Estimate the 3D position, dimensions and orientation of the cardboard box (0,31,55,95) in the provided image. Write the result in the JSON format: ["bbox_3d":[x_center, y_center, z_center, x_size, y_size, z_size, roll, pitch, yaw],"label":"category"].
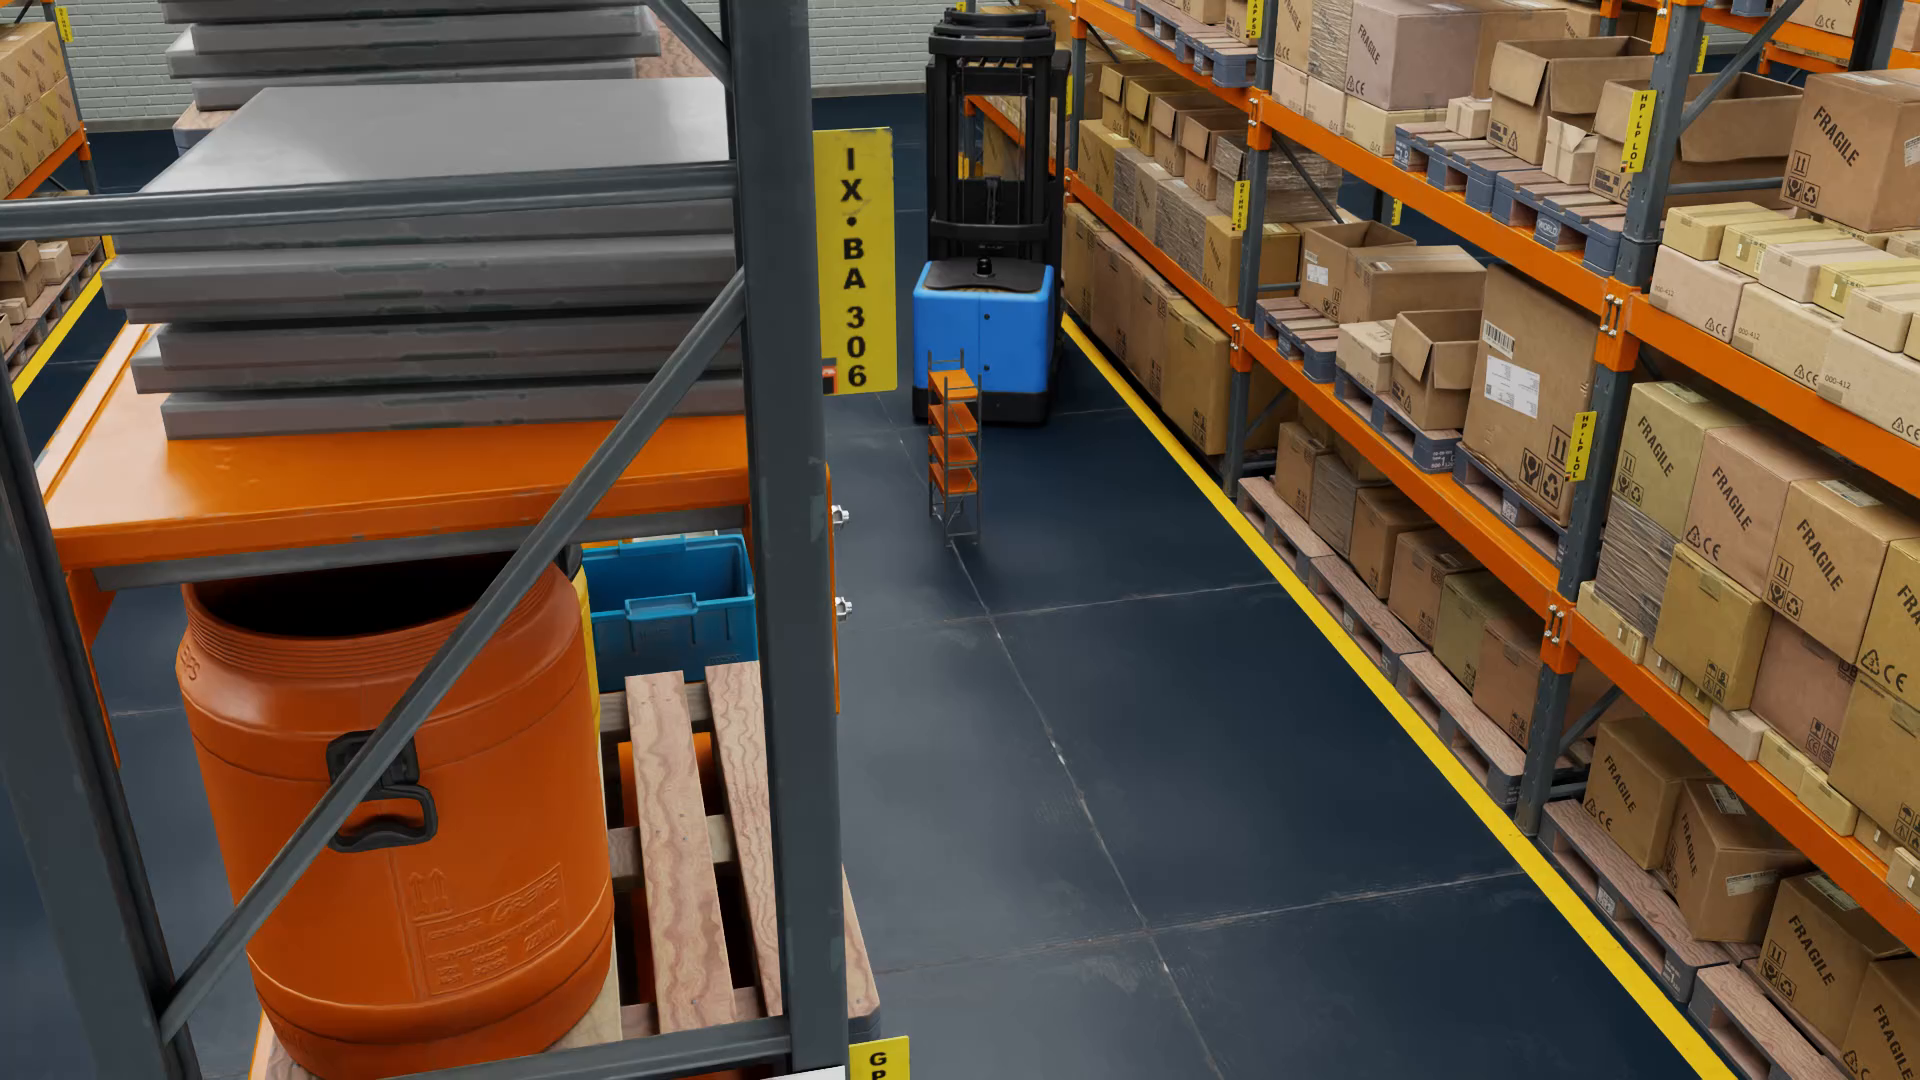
[{"bbox_3d":[-8.614,-4.314,15.095,0.500,0.500,0.500,-5,27,-10],"label":"cardboard box"}]

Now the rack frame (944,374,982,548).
[{"bbox_3d":[0.018,-0.501,10.758,0.240,1.200,0.015,-6,27,-12],"label":"rack frame"}]

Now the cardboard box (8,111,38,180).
[{"bbox_3d":[-8.390,-3.420,14.432,0.500,0.500,0.500,-6,27,-12],"label":"cardboard box"}]

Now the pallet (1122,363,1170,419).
[{"bbox_3d":[1.983,-1.348,13.533,1.003,0.211,1.213,-6,27,-12],"label":"pallet"}]

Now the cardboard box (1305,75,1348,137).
[{"bbox_3d":[2.331,-2.519,9.596,0.500,0.250,0.500,-5,27,-10],"label":"cardboard box"}]

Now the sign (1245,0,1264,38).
[{"bbox_3d":[1.816,-3.257,10.230,0.100,0.325,0.005,-6,27,-12],"label":"sign"}]

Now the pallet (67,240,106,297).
[{"bbox_3d":[-8.899,-2.584,15.982,1.003,0.211,1.213,-6,27,-12],"label":"pallet"}]

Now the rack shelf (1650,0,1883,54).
[{"bbox_3d":[2.809,-3.005,8.306,1.077,0.370,4.000,-6,27,-12],"label":"rack shelf"}]

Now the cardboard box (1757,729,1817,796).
[{"bbox_3d":[3.321,0.835,6.393,0.380,0.149,0.250,-6,27,-12],"label":"cardboard box"}]

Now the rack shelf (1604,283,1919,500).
[{"bbox_3d":[3.710,-0.089,5.413,1.077,0.370,4.000,-6,27,-12],"label":"rack shelf"}]

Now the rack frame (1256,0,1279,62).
[{"bbox_3d":[2.358,-4.383,9.793,1.000,3.000,0.127,-6,27,-12],"label":"rack frame"}]

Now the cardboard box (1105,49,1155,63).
[{"bbox_3d":[1.598,-4.098,14.890,0.500,0.500,0.500,-6,27,-12],"label":"cardboard box"}]

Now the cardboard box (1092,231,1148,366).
[{"bbox_3d":[1.823,-2.029,13.679,1.225,0.875,0.875,-7,28,-13],"label":"cardboard box"}]

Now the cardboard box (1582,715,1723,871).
[{"bbox_3d":[3.311,1.159,7.779,0.500,0.500,0.500,-7,28,-13],"label":"cardboard box"}]

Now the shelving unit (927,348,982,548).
[{"bbox_3d":[-0.037,-0.608,10.970,0.258,1.200,0.503,-6,27,-12],"label":"shelving unit"}]

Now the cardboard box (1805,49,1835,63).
[{"bbox_3d":[10.180,-5.809,19.165,0.500,0.500,0.500,-6,27,-12],"label":"cardboard box"}]

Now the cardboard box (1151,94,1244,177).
[{"bbox_3d":[1.908,-3.100,12.685,0.797,0.503,0.637,-5,27,-10],"label":"cardboard box"}]

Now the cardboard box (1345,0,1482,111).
[{"bbox_3d":[2.444,-2.636,8.996,0.500,0.500,0.500,-7,28,-13],"label":"cardboard box"}]

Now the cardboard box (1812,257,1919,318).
[{"bbox_3d":[3.297,-0.890,5.926,0.380,0.149,0.250,-5,27,-10],"label":"cardboard box"}]

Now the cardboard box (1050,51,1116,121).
[{"bbox_3d":[1.093,-4.036,14.768,0.500,0.500,0.500,-5,27,-10],"label":"cardboard box"}]

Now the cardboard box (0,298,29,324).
[{"bbox_3d":[-8.284,-1.973,14.333,0.380,0.166,0.250,-6,27,-12],"label":"cardboard box"}]

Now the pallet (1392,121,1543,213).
[{"bbox_3d":[2.988,-1.941,8.492,1.213,0.211,1.003,-6,27,-12],"label":"pallet"}]

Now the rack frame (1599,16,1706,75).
[{"bbox_3d":[6.312,-3.920,15.534,1.000,3.000,0.127,-6,27,-12],"label":"rack frame"}]

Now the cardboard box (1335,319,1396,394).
[{"bbox_3d":[2.512,-1.066,9.580,0.500,0.250,0.500,-7,28,-13],"label":"cardboard box"}]

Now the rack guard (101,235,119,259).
[{"bbox_3d":[-9.080,-3.063,16.611,1.175,0.500,0.348,-6,27,-12],"label":"rack guard"}]

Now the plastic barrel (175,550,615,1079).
[{"bbox_3d":[-0.898,0.391,2.720,0.600,0.830,0.708,-6,27,-12],"label":"plastic barrel"}]

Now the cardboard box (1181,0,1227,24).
[{"bbox_3d":[1.870,-3.906,11.601,0.500,0.500,0.500,-5,27,-9],"label":"cardboard box"}]

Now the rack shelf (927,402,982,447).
[{"bbox_3d":[-0.037,-0.748,10.900,0.258,0.148,0.480,-6,27,-12],"label":"rack shelf"}]

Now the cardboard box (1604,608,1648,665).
[{"bbox_3d":[3.059,0.399,7.255,0.380,0.149,0.250,-6,27,-12],"label":"cardboard box"}]

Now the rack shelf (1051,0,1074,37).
[{"bbox_3d":[1.006,-5.357,15.850,1.077,0.370,4.000,-6,27,-12],"label":"rack shelf"}]

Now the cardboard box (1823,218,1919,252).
[{"bbox_3d":[3.586,-1.159,6.459,0.380,0.149,0.250,-6,27,-11],"label":"cardboard box"}]

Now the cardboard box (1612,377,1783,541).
[{"bbox_3d":[3.113,-0.349,6.909,0.500,0.500,0.500,-6,27,-12],"label":"cardboard box"}]

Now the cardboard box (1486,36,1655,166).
[{"bbox_3d":[3.037,-2.151,8.120,0.797,0.503,0.637,-5,27,-9],"label":"cardboard box"}]

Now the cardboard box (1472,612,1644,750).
[{"bbox_3d":[3.142,0.699,8.668,0.700,0.500,0.500,-8,28,-16],"label":"cardboard box"}]

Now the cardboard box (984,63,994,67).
[{"bbox_3d":[0.524,-4.817,17.147,0.500,0.250,0.500,-6,27,-12],"label":"cardboard box"}]

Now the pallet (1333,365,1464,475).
[{"bbox_3d":[2.844,-0.754,9.475,1.003,0.211,1.213,-6,27,-12],"label":"pallet"}]

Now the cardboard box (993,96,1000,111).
[{"bbox_3d":[0.547,-4.464,16.891,0.380,0.149,0.250,-6,27,-13],"label":"cardboard box"}]

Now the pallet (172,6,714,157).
[{"bbox_3d":[-1.075,-0.965,3.676,1.003,0.211,1.213,-6,27,-12],"label":"pallet"}]

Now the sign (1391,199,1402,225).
[{"bbox_3d":[2.885,-2.246,11.019,0.100,0.325,0.005,-6,27,-12],"label":"sign"}]

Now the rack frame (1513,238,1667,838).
[{"bbox_3d":[3.260,0.051,7.666,1.000,3.000,0.127,-6,27,-12],"label":"rack frame"}]

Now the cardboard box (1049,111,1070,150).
[{"bbox_3d":[1.102,-3.694,14.922,0.500,0.250,0.500,-6,27,-13],"label":"cardboard box"}]

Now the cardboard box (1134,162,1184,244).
[{"bbox_3d":[1.665,-2.611,12.830,0.500,0.500,0.500,-5,27,-11],"label":"cardboard box"}]

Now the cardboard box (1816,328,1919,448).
[{"bbox_3d":[3.337,-0.546,5.688,0.500,0.250,0.500,-7,28,-14],"label":"cardboard box"}]

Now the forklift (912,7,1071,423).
[{"bbox_3d":[0.307,-2.840,13.471,1.130,2.935,3.031,3,27,6],"label":"forklift"}]

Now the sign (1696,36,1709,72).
[{"bbox_3d":[6.852,-4.495,15.388,0.100,0.325,0.005,-6,27,-12],"label":"sign"}]

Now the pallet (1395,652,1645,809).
[{"bbox_3d":[3.083,0.954,8.971,1.003,0.211,1.213,-6,27,-12],"label":"pallet"}]

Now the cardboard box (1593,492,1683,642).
[{"bbox_3d":[3.301,0.078,7.173,0.875,0.500,0.500,-6,27,-12],"label":"cardboard box"}]

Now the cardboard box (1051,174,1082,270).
[{"bbox_3d":[1.386,-2.998,15.598,0.875,0.875,0.875,-6,27,-12],"label":"cardboard box"}]

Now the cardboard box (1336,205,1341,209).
[{"bbox_3d":[2.395,-2.217,12.048,0.500,0.500,0.500,-7,28,-13],"label":"cardboard box"}]

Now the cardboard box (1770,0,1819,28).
[{"bbox_3d":[6.603,-4.211,12.670,0.500,0.500,0.500,-6,27,-12],"label":"cardboard box"}]

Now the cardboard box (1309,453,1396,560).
[{"bbox_3d":[2.666,-0.251,10.551,0.700,0.500,0.500,-8,28,-16],"label":"cardboard box"}]

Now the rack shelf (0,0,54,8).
[{"bbox_3d":[-8.646,-4.352,13.860,1.077,0.370,4.000,-6,27,-12],"label":"rack shelf"}]

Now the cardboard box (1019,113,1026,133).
[{"bbox_3d":[0.779,-4.013,15.998,0.380,0.149,0.250,-6,27,-12],"label":"cardboard box"}]

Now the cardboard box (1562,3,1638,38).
[{"bbox_3d":[5.943,-4.723,15.574,0.500,0.500,0.500,-7,28,-13],"label":"cardboard box"}]

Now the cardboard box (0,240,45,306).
[{"bbox_3d":[-8.624,-2.363,14.731,0.797,0.503,0.637,-6,27,-12],"label":"cardboard box"}]
